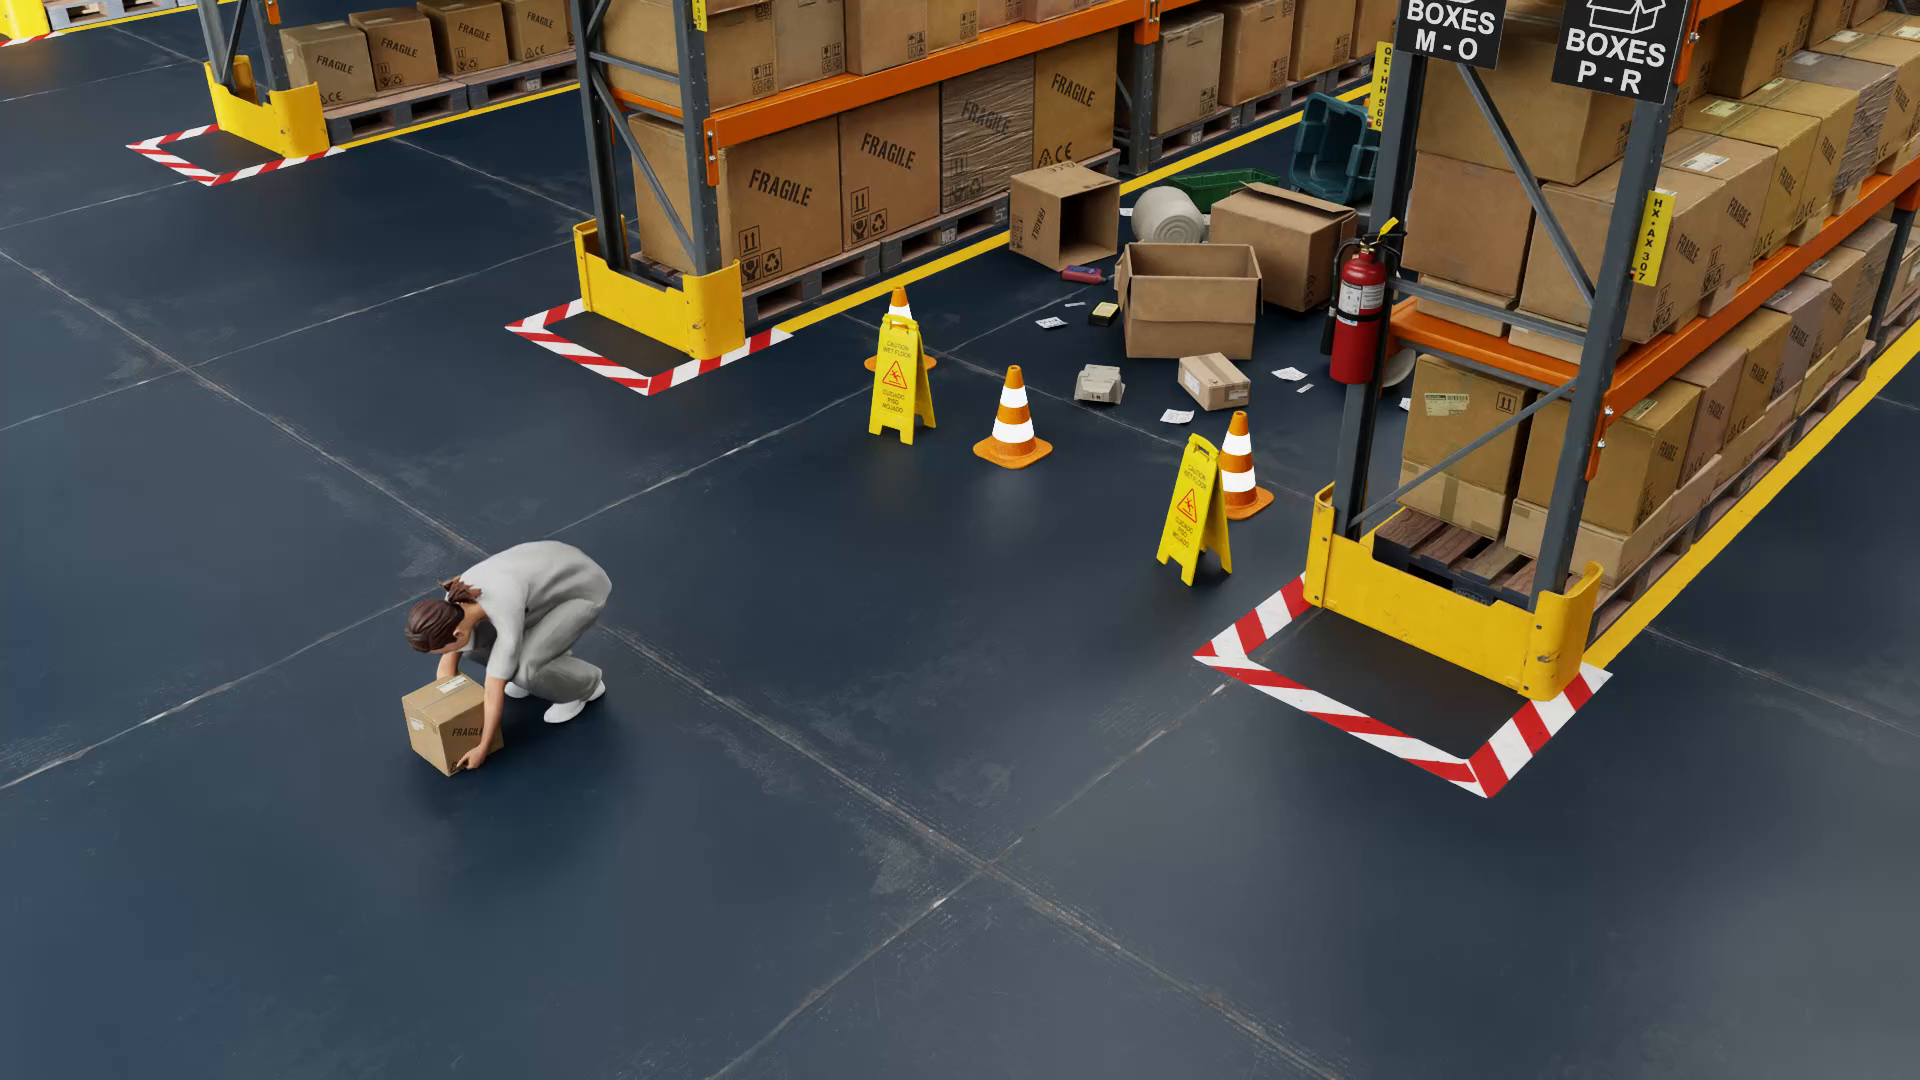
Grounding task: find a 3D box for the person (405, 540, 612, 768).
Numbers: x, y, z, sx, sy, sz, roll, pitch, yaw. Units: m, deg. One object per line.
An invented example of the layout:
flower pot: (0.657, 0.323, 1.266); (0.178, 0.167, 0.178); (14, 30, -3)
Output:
person: (-1.733, 0.384, 6.429); (0.446, 0.752, 0.858); (24, 39, 34)
